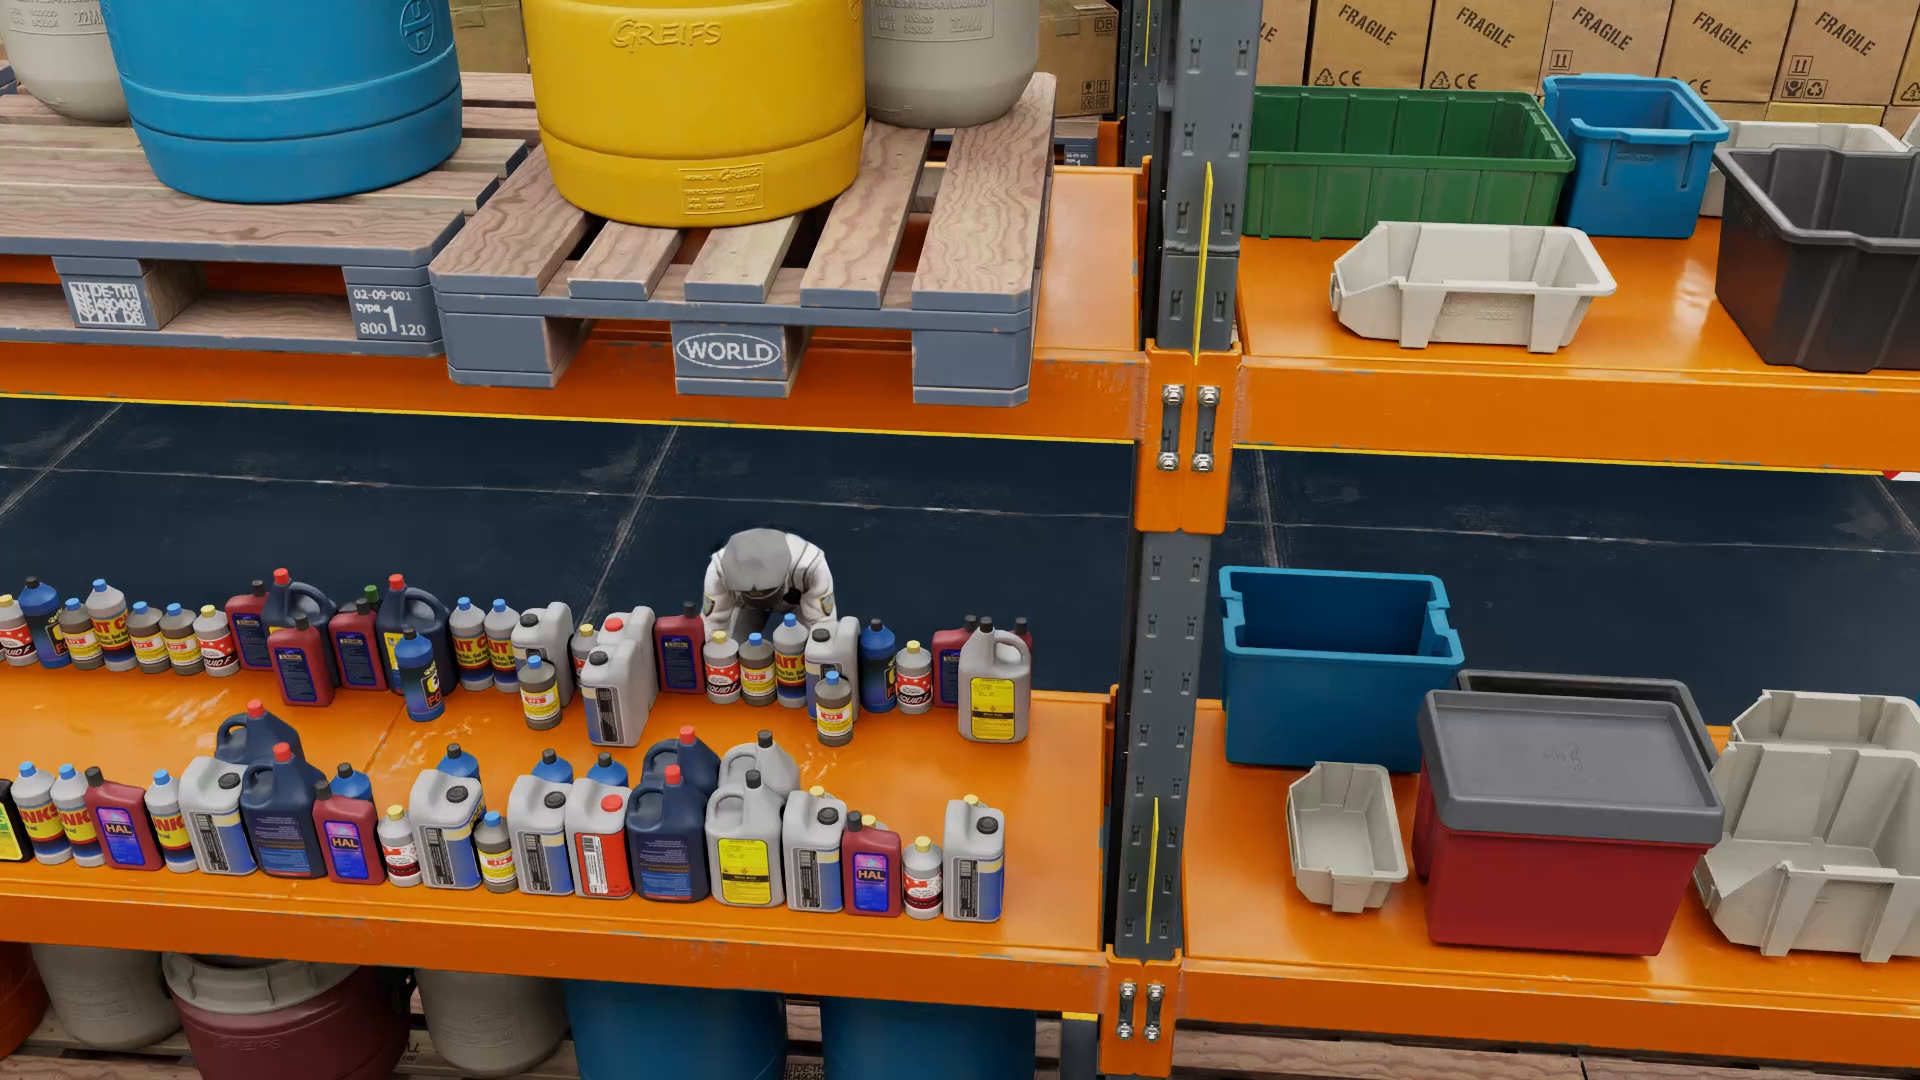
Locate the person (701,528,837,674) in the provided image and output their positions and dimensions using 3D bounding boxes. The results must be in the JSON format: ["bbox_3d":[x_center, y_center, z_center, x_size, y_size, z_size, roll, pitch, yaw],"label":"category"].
[{"bbox_3d":[-0.678,0.330,6.131,0.512,1.116,0.808,2,32,4],"label":"person"}]
